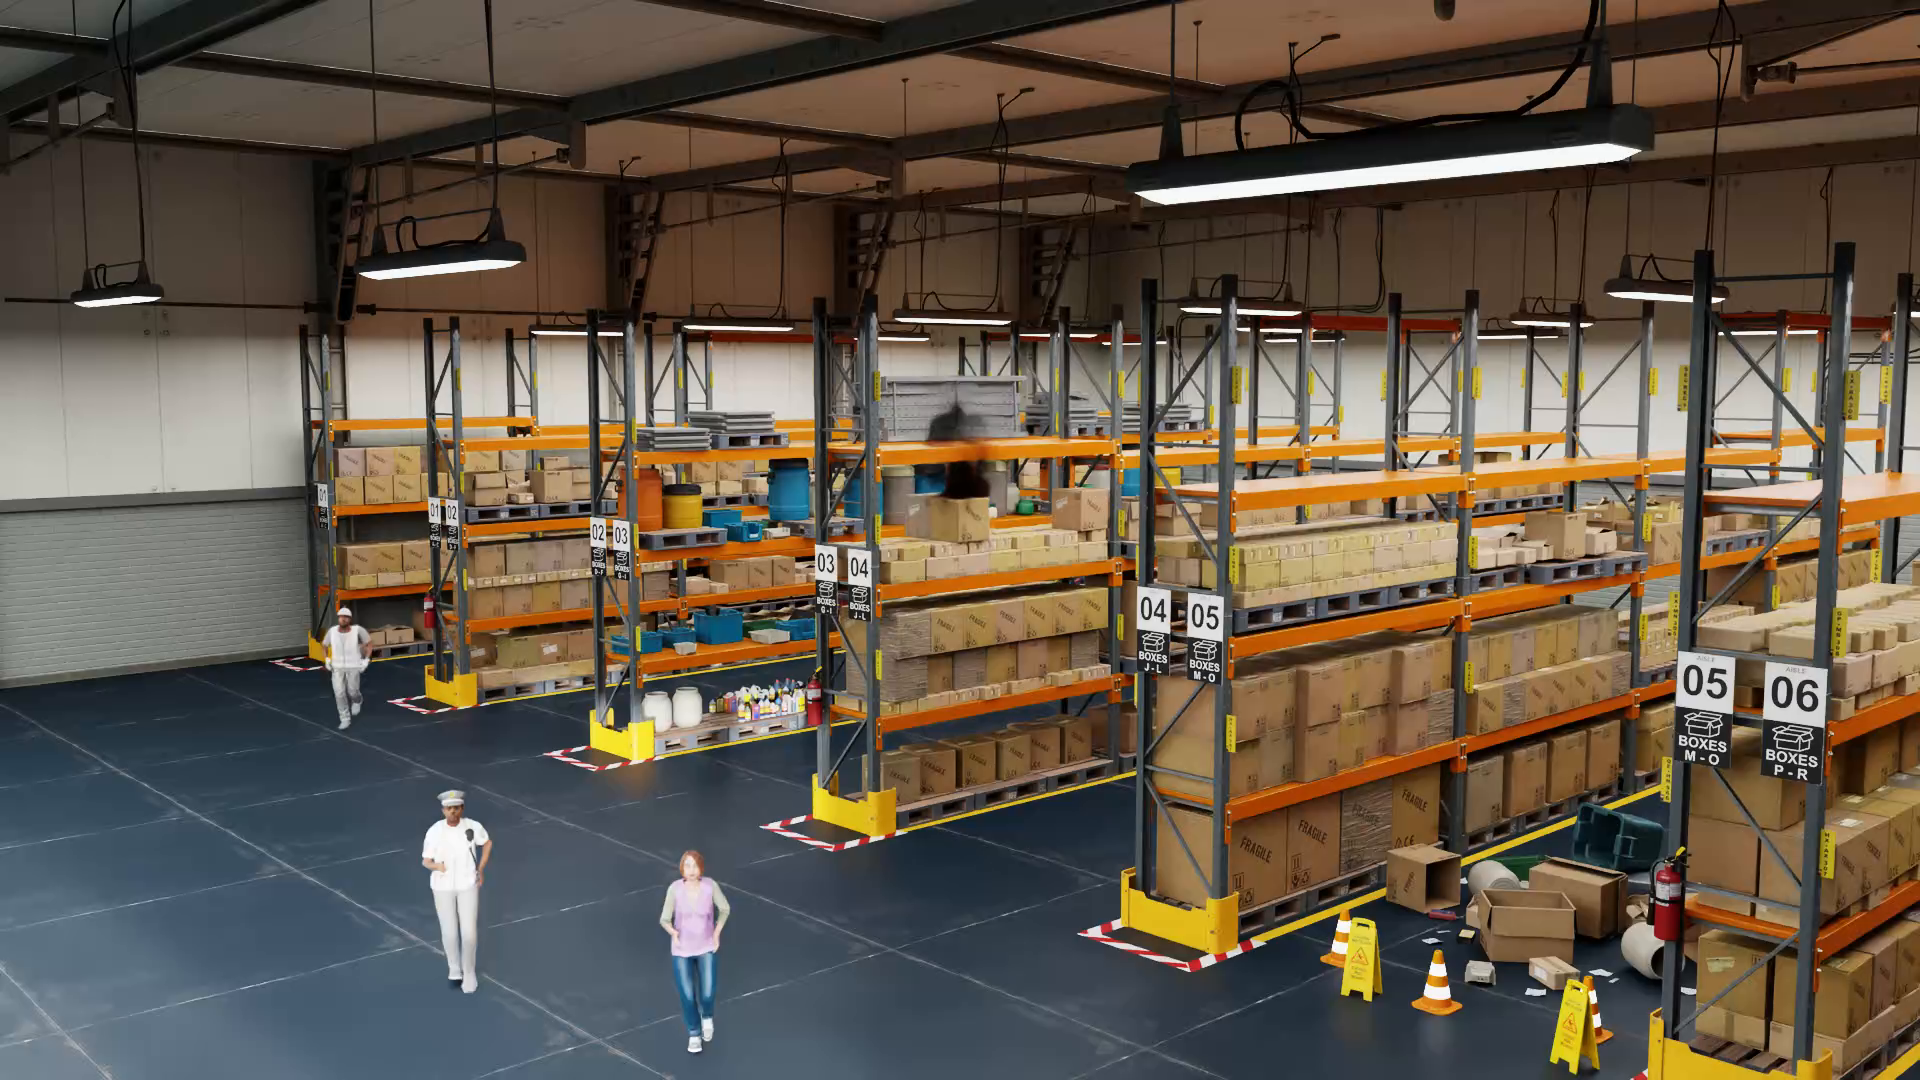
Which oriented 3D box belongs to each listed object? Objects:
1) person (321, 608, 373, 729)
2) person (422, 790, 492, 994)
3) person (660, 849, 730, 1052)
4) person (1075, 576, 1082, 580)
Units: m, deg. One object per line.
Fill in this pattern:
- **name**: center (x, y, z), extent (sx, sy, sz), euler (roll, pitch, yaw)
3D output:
- **person**: center (-8.971, 1.848, 24.361), extent (0.717, 1.744, 0.659), euler (-1, 6, -11)
- **person**: center (-4.195, 2.935, 13.882), extent (0.555, 1.731, 0.665), euler (-1, 6, -14)
- **person**: center (-2.000, 3.120, 12.551), extent (0.526, 1.556, 0.536), euler (-1, 6, -8)
- **person**: center (2.447, 0.963, 32.948), extent (0.615, 1.850, 0.772), euler (4, 7, 36)
